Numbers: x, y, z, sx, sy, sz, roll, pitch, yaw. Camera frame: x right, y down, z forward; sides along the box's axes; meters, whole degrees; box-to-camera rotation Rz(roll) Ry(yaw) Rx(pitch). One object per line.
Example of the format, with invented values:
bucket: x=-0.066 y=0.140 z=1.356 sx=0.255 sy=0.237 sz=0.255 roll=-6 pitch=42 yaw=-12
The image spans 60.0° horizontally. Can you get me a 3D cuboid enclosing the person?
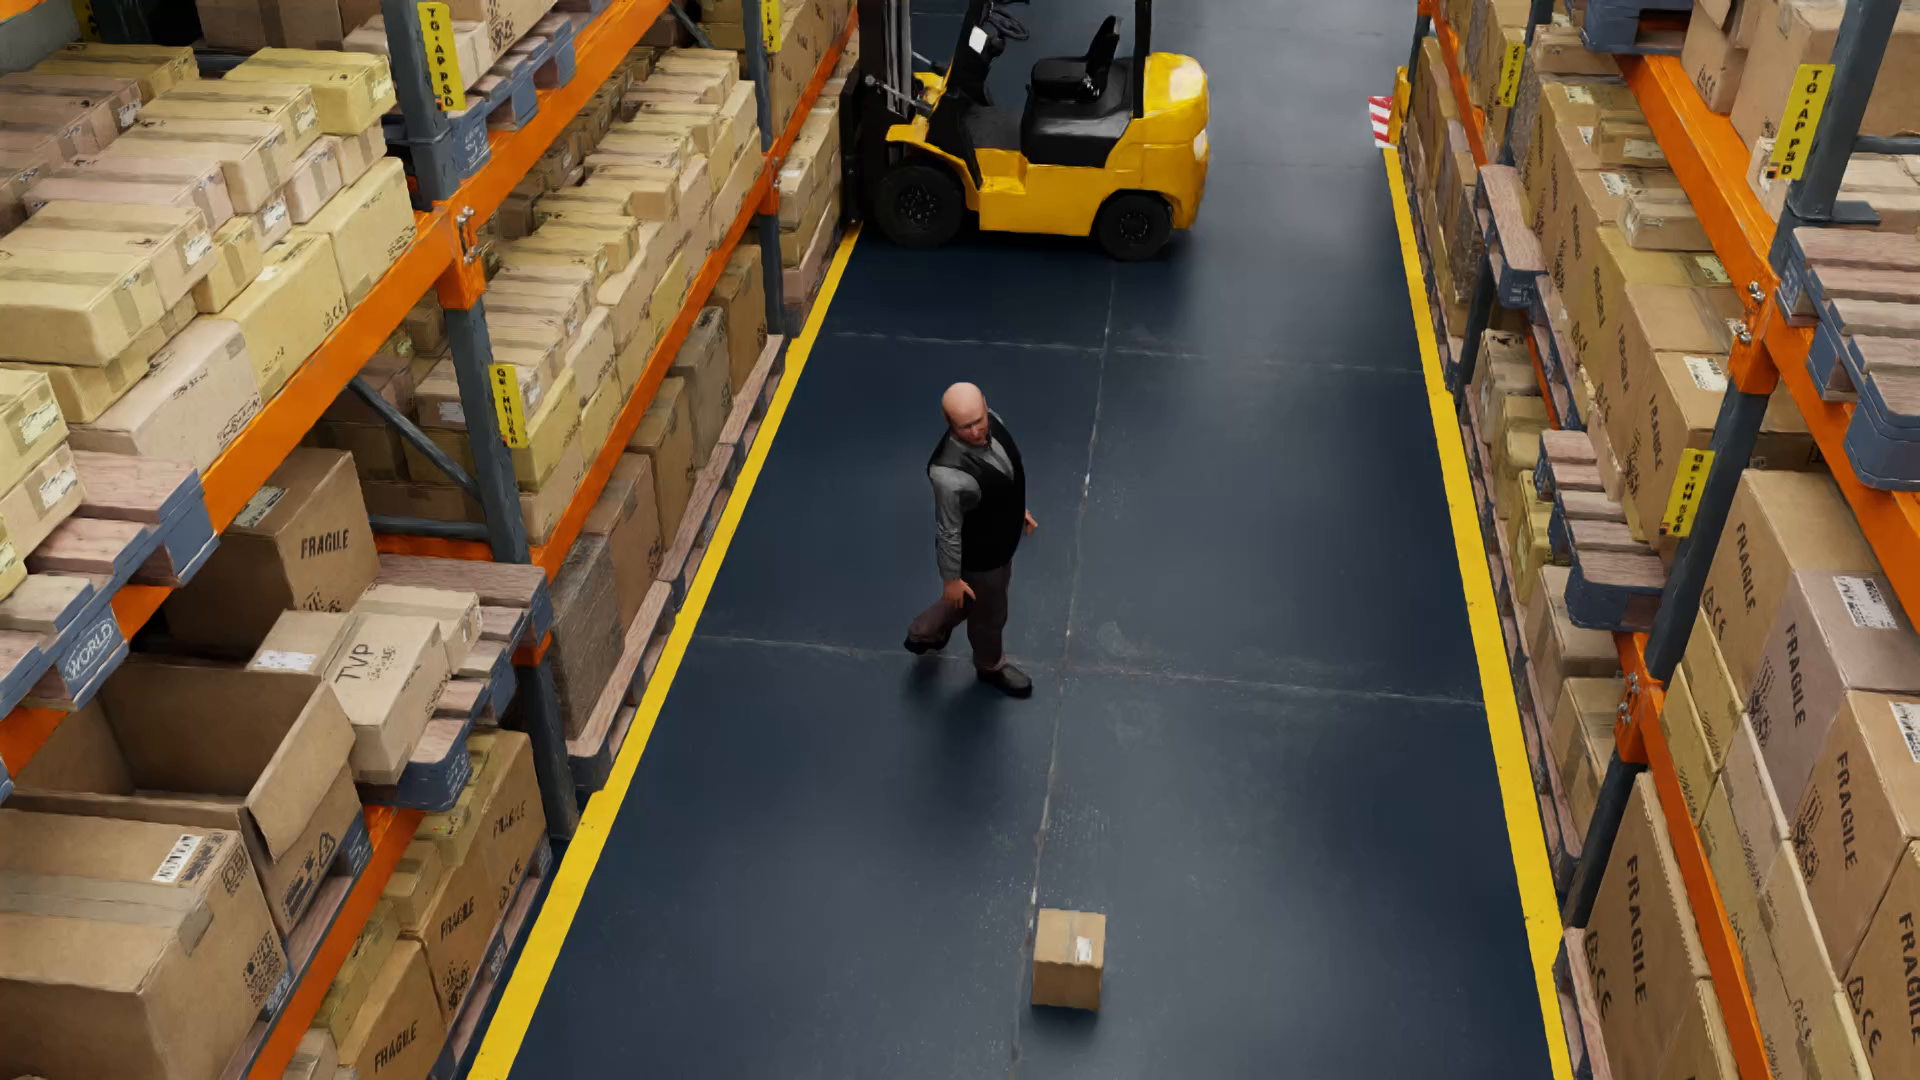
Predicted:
person: x=0.024 y=0.010 z=7.078 sx=0.604 sy=1.689 sz=0.607 roll=7 pitch=36 yaw=9
